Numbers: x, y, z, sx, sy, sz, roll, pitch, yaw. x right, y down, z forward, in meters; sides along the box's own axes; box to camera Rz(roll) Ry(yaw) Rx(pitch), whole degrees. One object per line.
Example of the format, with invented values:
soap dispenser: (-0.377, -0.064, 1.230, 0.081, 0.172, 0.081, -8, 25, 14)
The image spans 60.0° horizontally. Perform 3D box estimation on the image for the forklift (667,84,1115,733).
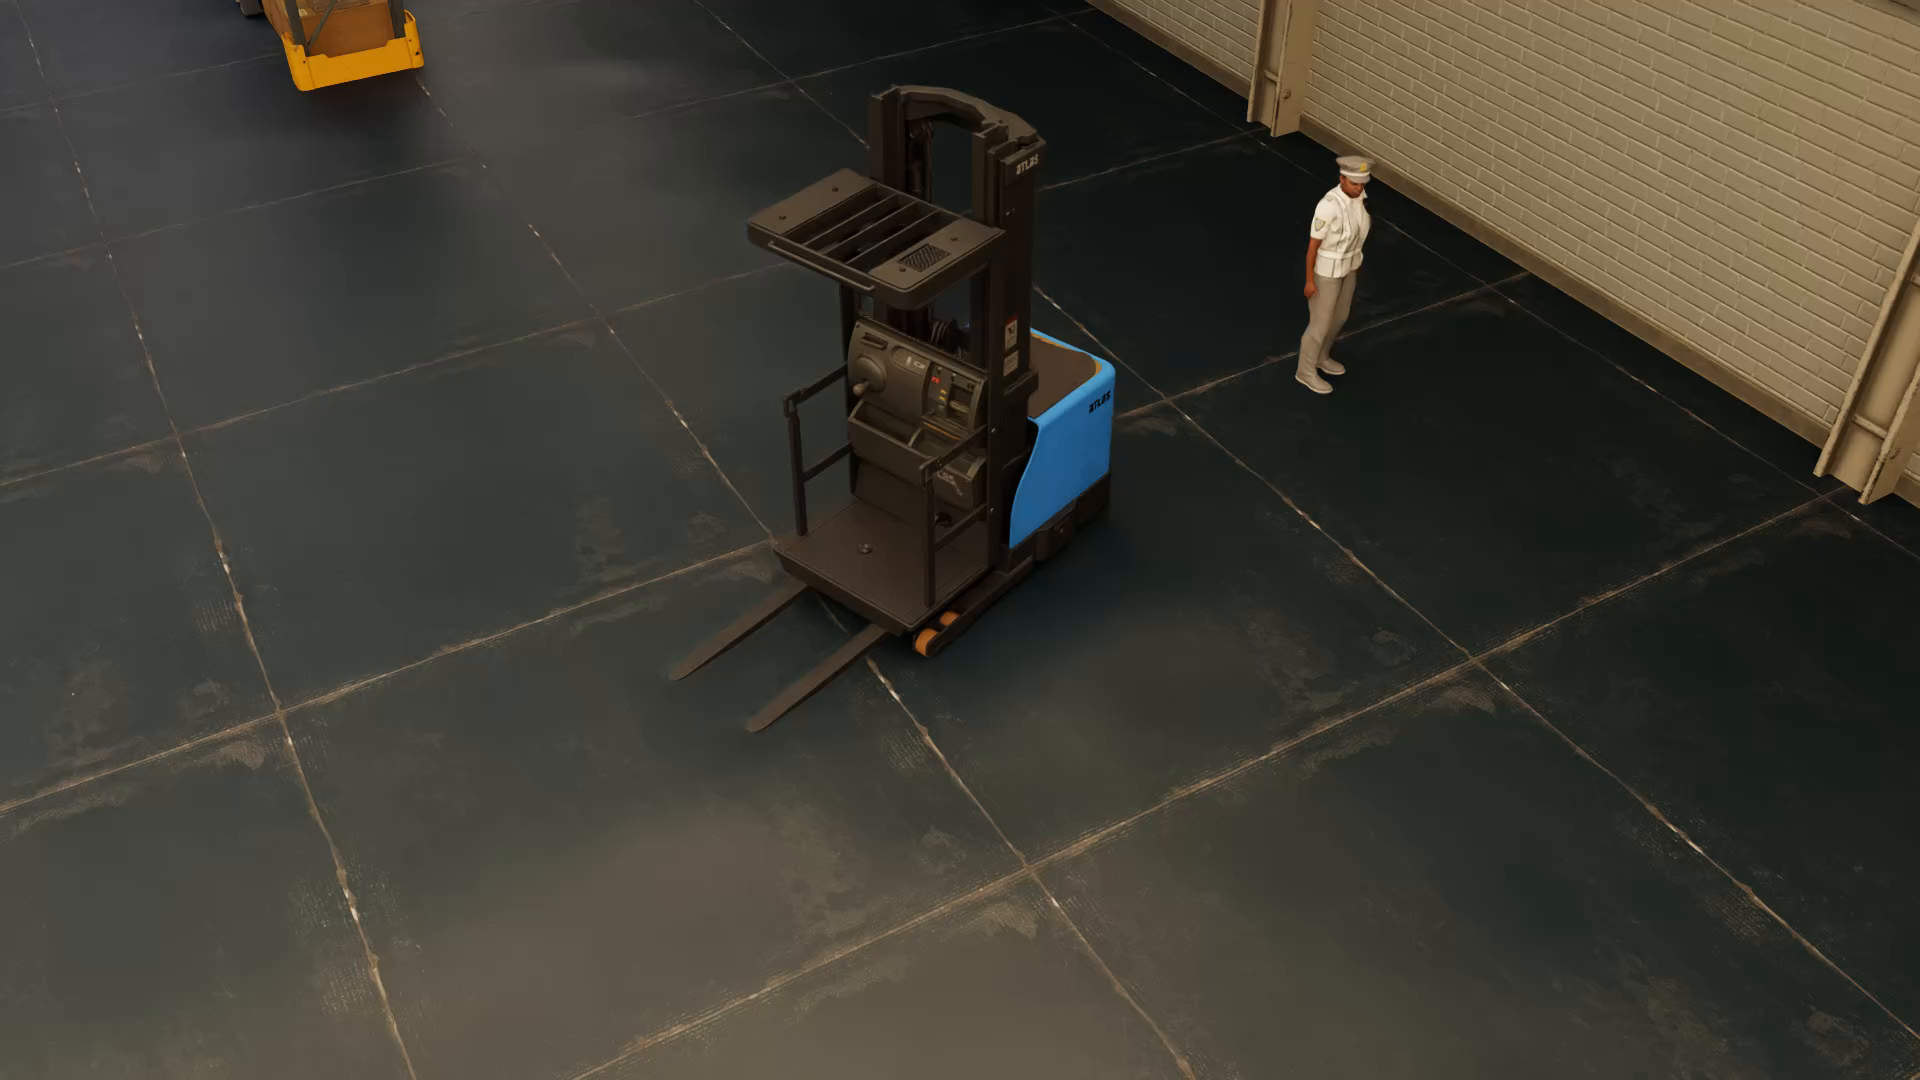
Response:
forklift: (-0.382, -0.820, 9.025, 1.130, 2.935, 3.031, 28, 47, 29)

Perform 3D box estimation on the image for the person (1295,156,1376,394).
person: (2.537, -1.806, 11.199, 0.384, 1.678, 0.557, 32, 49, 33)
